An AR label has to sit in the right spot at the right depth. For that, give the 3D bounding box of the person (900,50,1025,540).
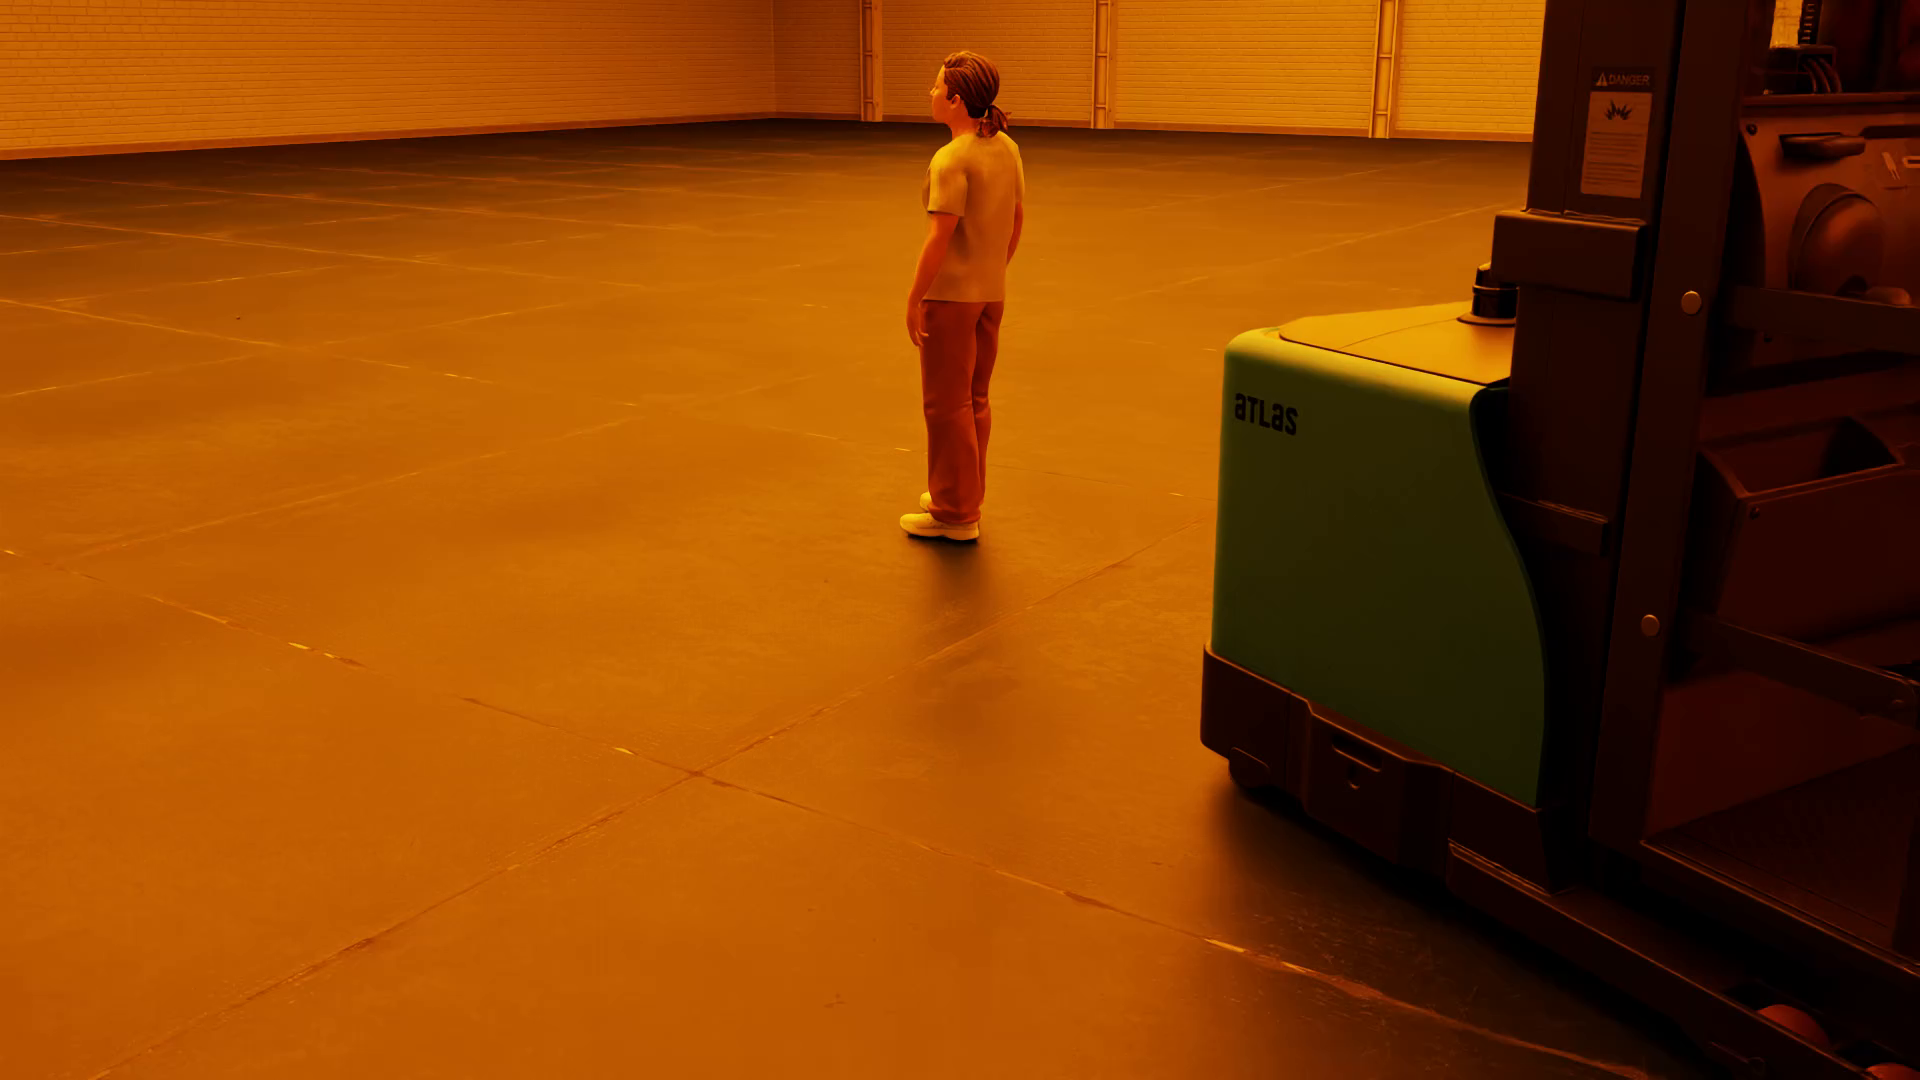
[{"bbox_3d":[-0.054,-0.824,5.755,0.549,1.675,0.555,11,20,33],"label":"person"}]

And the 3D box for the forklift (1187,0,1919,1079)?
[{"bbox_3d":[1.737,-0.570,2.739,1.130,2.935,3.031,-9,19,-29],"label":"forklift"}]
